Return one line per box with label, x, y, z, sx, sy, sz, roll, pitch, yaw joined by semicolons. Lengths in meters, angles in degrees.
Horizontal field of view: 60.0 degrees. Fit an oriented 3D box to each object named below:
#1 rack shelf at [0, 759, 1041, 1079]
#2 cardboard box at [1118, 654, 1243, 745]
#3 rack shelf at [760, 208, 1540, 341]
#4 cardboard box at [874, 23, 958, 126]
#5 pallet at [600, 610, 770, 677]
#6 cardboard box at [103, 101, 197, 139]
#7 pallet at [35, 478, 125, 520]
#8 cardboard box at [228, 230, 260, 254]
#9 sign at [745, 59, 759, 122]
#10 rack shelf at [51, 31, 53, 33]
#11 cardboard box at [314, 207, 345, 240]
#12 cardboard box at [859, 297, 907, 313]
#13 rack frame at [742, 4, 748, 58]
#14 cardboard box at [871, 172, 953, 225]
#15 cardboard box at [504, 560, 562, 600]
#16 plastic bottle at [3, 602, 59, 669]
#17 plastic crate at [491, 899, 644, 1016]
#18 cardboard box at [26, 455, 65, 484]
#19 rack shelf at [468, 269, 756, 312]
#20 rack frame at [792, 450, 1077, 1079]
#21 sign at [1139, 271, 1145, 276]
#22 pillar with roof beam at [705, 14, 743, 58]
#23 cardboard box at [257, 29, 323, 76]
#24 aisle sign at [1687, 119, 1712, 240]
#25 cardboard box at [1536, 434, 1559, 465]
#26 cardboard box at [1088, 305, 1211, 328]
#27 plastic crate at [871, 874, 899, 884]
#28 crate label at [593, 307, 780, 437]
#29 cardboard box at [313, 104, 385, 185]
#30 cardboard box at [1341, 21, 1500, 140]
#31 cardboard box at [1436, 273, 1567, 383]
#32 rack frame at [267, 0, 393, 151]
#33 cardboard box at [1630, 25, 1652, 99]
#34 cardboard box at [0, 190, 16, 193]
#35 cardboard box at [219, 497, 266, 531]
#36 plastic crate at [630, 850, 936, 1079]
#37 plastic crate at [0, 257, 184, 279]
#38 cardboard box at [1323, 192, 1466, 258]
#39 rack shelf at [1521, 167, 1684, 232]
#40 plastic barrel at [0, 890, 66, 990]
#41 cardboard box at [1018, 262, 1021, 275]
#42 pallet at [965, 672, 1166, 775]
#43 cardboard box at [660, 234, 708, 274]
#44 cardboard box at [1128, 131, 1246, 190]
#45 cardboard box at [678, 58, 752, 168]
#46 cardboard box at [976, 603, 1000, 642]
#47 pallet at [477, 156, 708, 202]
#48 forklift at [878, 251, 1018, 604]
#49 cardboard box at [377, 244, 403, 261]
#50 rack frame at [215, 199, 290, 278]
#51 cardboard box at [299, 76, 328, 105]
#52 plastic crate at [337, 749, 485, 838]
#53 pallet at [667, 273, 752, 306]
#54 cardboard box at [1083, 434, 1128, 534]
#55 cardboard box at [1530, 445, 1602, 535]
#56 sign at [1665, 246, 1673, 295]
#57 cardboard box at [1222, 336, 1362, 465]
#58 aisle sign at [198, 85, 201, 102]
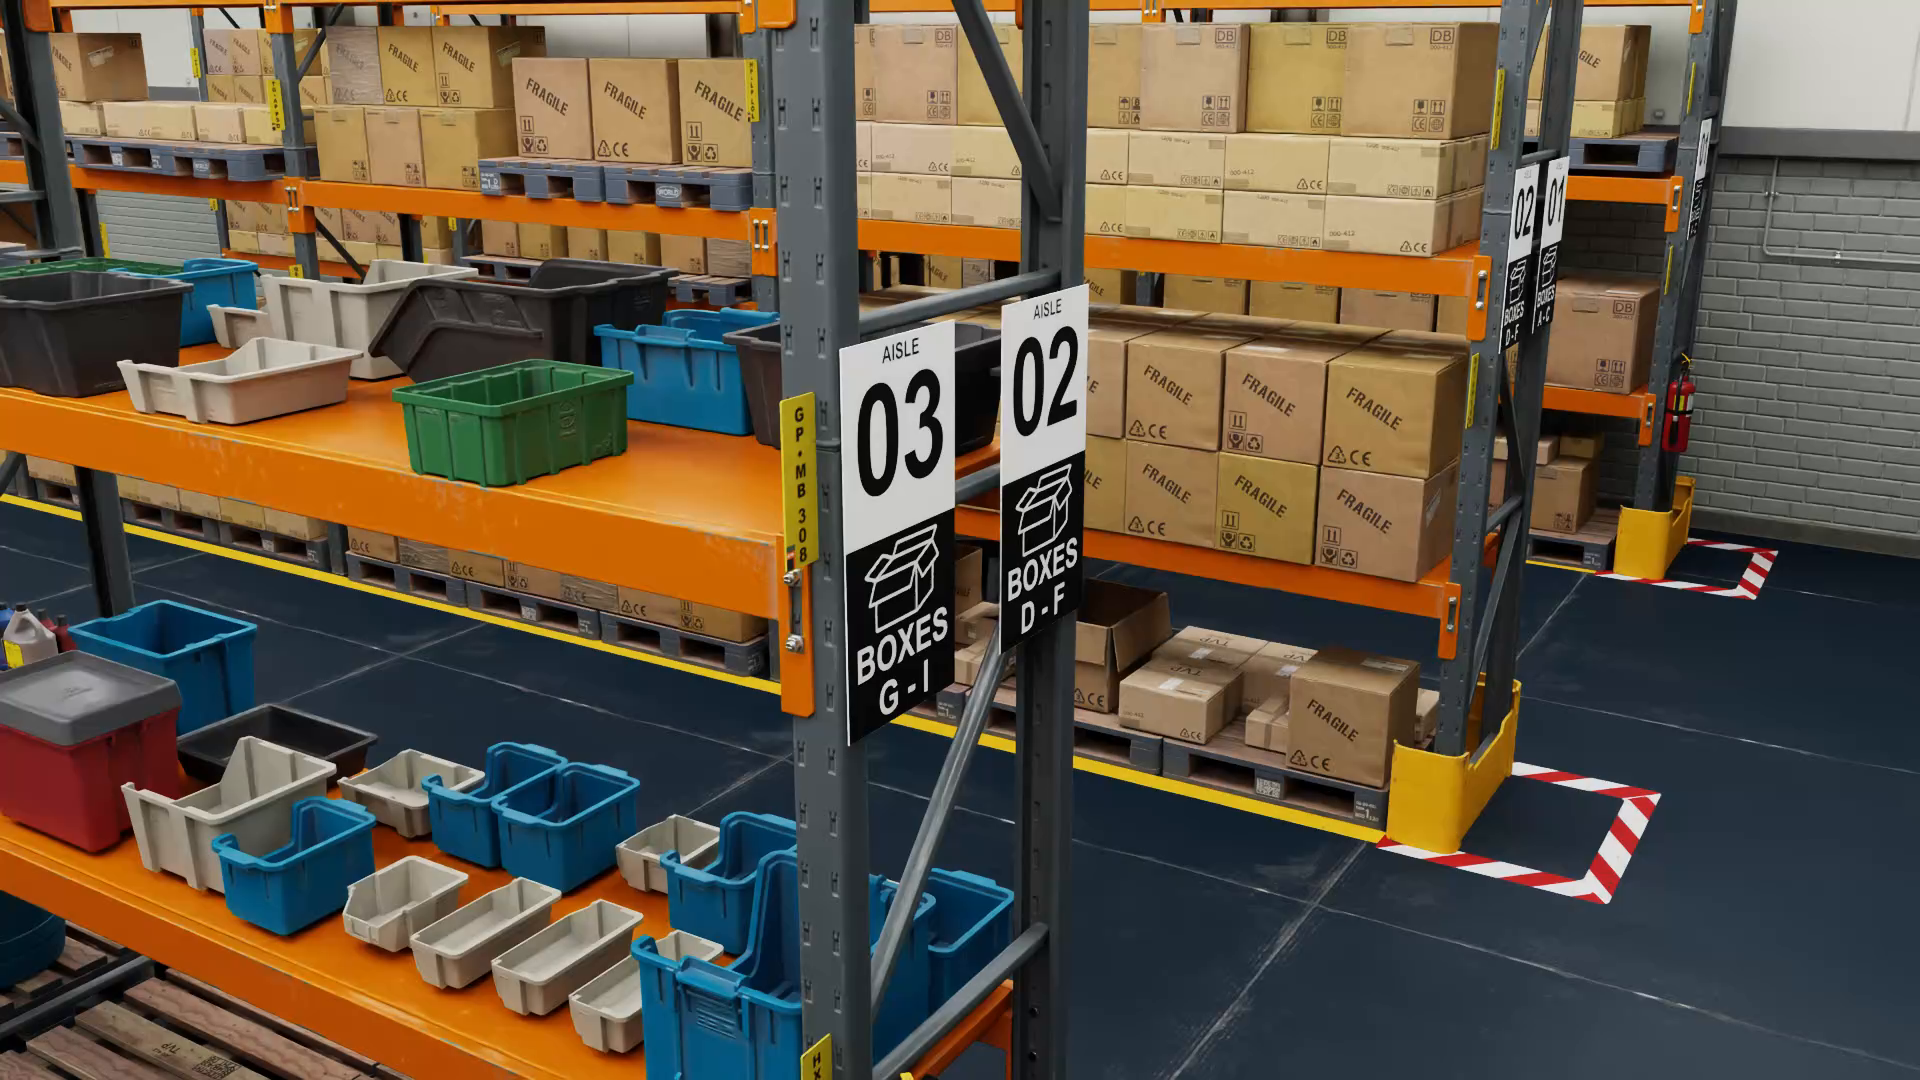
rack shelf;-1.728;1.180;5.074;4.000;0.370;1.077;10;20;30
cardboard box;1.186;0.845;8.912;0.500;0.250;0.500;10;20;30
rack shelf;0.868;-1.482;8.675;4.000;0.370;1.077;10;20;30
cardboard box;-0.050;-2.481;8.834;0.500;0.500;0.700;10;20;30
pallet;-1.550;0.525;10.790;1.213;0.211;1.003;10;20;30
cardboard box;-6.056;-3.170;12.531;0.500;0.250;0.500;8;19;25
pallet;-7.005;-0.475;14.082;1.213;0.211;1.003;10;20;30
cardboard box;-8.223;-3.533;19.573;0.500;0.250;0.500;9;19;28
sign;-1.124;-2.428;8.985;0.005;0.325;0.100;10;20;30
rack shelf;-9.358;-4.551;14.306;4.000;0.370;1.077;10;20;30
cardboard box;-6.924;-3.664;18.715;0.500;0.500;0.500;11;20;32
cardboard box;-0.582;-1.080;9.383;0.500;0.500;0.500;11;20;31
rack frame;-1.656;-5.401;15.180;0.127;3.000;1.000;10;20;30
cardboard box;-0.128;-1.846;8.895;0.500;0.250;0.500;10;20;30
cardboard box;-2.686;0.056;11.079;0.500;0.500;0.500;9;19;28
plastic bottle;-3.597;0.415;6.439;0.185;0.351;0.144;10;20;30
plastic crate;-1.053;1.110;4.415;0.243;0.136;0.396;10;20;30
cardboard box;-7.440;-0.674;13.949;0.500;0.250;0.500;10;19;29
rack shelf;-3.360;-2.491;17.158;4.000;0.370;1.077;10;20;30
rack frame;-0.024;1.140;3.968;0.127;3.000;1.000;10;20;30
sign;1.477;-2.303;13.445;0.005;0.325;0.100;10;20;30
pillar with roof beam;-4.564;-4.747;13.026;0.400;9.000;9.100;10;20;30
cardboard box;-7.428;-5.436;18.528;0.500;0.500;0.500;11;20;32
aisle sign;5.065;-2.473;11.387;0.004;0.787;0.394;10;20;30
cardboard box;4.307;-0.685;12.438;0.250;0.149;0.380;10;19;29
cardboard box;1.025;-0.978;9.046;0.500;0.500;0.500;10;20;30
plastic crate;-0.292;1.049;4.618;0.298;0.136;0.250;10;20;30
crate label;-0.641;-0.445;4.279;0.502;0.251;0.408;10;20;30
cardboard box;-3.856;-2.728;11.370;0.500;0.500;0.910;10;20;30
cardboard box;2.126;-2.122;7.653;0.500;0.500;0.700;10;20;30
cardboard box;4.095;-1.640;12.605;0.700;0.700;0.980;10;20;30
rack frame;-4.245;-4.174;11.139;0.127;3.000;1.000;10;20;30
cardboard box;4.665;-3.456;12.010;0.500;0.500;0.500;9;19;28
cardboard box;-8.466;-2.723;14.280;0.500;0.500;0.700;10;20;30
cardboard box;-5.262;-0.286;12.669;0.500;0.250;0.500;10;19;29
plastic crate;-0.407;1.089;3.970;0.499;0.435;0.616;10;20;30
plastic crate;-2.913;-0.813;5.600;0.662;0.188;0.450;10;20;30
cardboard box;1.996;-1.463;7.633;0.500;0.250;0.500;10;20;30
rack shelf;3.457;-2.709;12.716;4.000;0.370;1.077;10;20;30
plastic barrel;-3.887;1.247;6.501;0.708;0.901;0.600;10;20;30
cardboard box;0.787;-2.205;14.261;0.500;0.500;0.500;10;20;31
pallet;0.792;0.929;9.459;1.213;0.211;1.003;10;20;30
cardboard box;-2.552;-2.936;16.458;0.500;0.500;0.700;8;19;25
cardboard box;1.150;-1.857;8.071;0.500;0.250;0.500;10;20;30
cardboard box;-1.227;-2.522;9.794;0.600;0.600;0.600;8;19;25
cardboard box;0.436;0.512;9.905;0.500;0.311;0.500;10;20;30
pallet;-2.241;-2.314;10.500;1.003;0.211;1.213;10;20;30
forklift;-0.028;-1.202;11.795;1.130;2.935;3.031;1;17;2
cardboard box;-6.047;-3.152;18.320;0.500;0.250;0.500;10;20;30
rack frame;-8.473;-3.748;20.058;0.127;3.000;1.000;10;20;30
cardboard box;-6.968;-4.883;18.427;0.500;0.500;0.500;12;20;33
plastic crate;-1.791;0.819;5.374;0.466;0.136;0.293;10;20;30
pallet;-2.319;-2.521;16.350;1.003;0.211;1.213;10;20;30
cardboard box;0.752;-0.367;8.757;0.500;0.500;0.500;10;19;29
cardboard box;4.512;-0.401;12.617;0.500;0.500;0.700;10;20;30
sign;4.865;-1.849;11.408;0.005;0.325;0.100;10;20;30
cardboard box;1.618;-0.689;8.096;0.500;0.500;0.500;11;20;32
aisle sign;-8.691;-4.928;19.471;0.004;0.787;0.394;10;20;30
